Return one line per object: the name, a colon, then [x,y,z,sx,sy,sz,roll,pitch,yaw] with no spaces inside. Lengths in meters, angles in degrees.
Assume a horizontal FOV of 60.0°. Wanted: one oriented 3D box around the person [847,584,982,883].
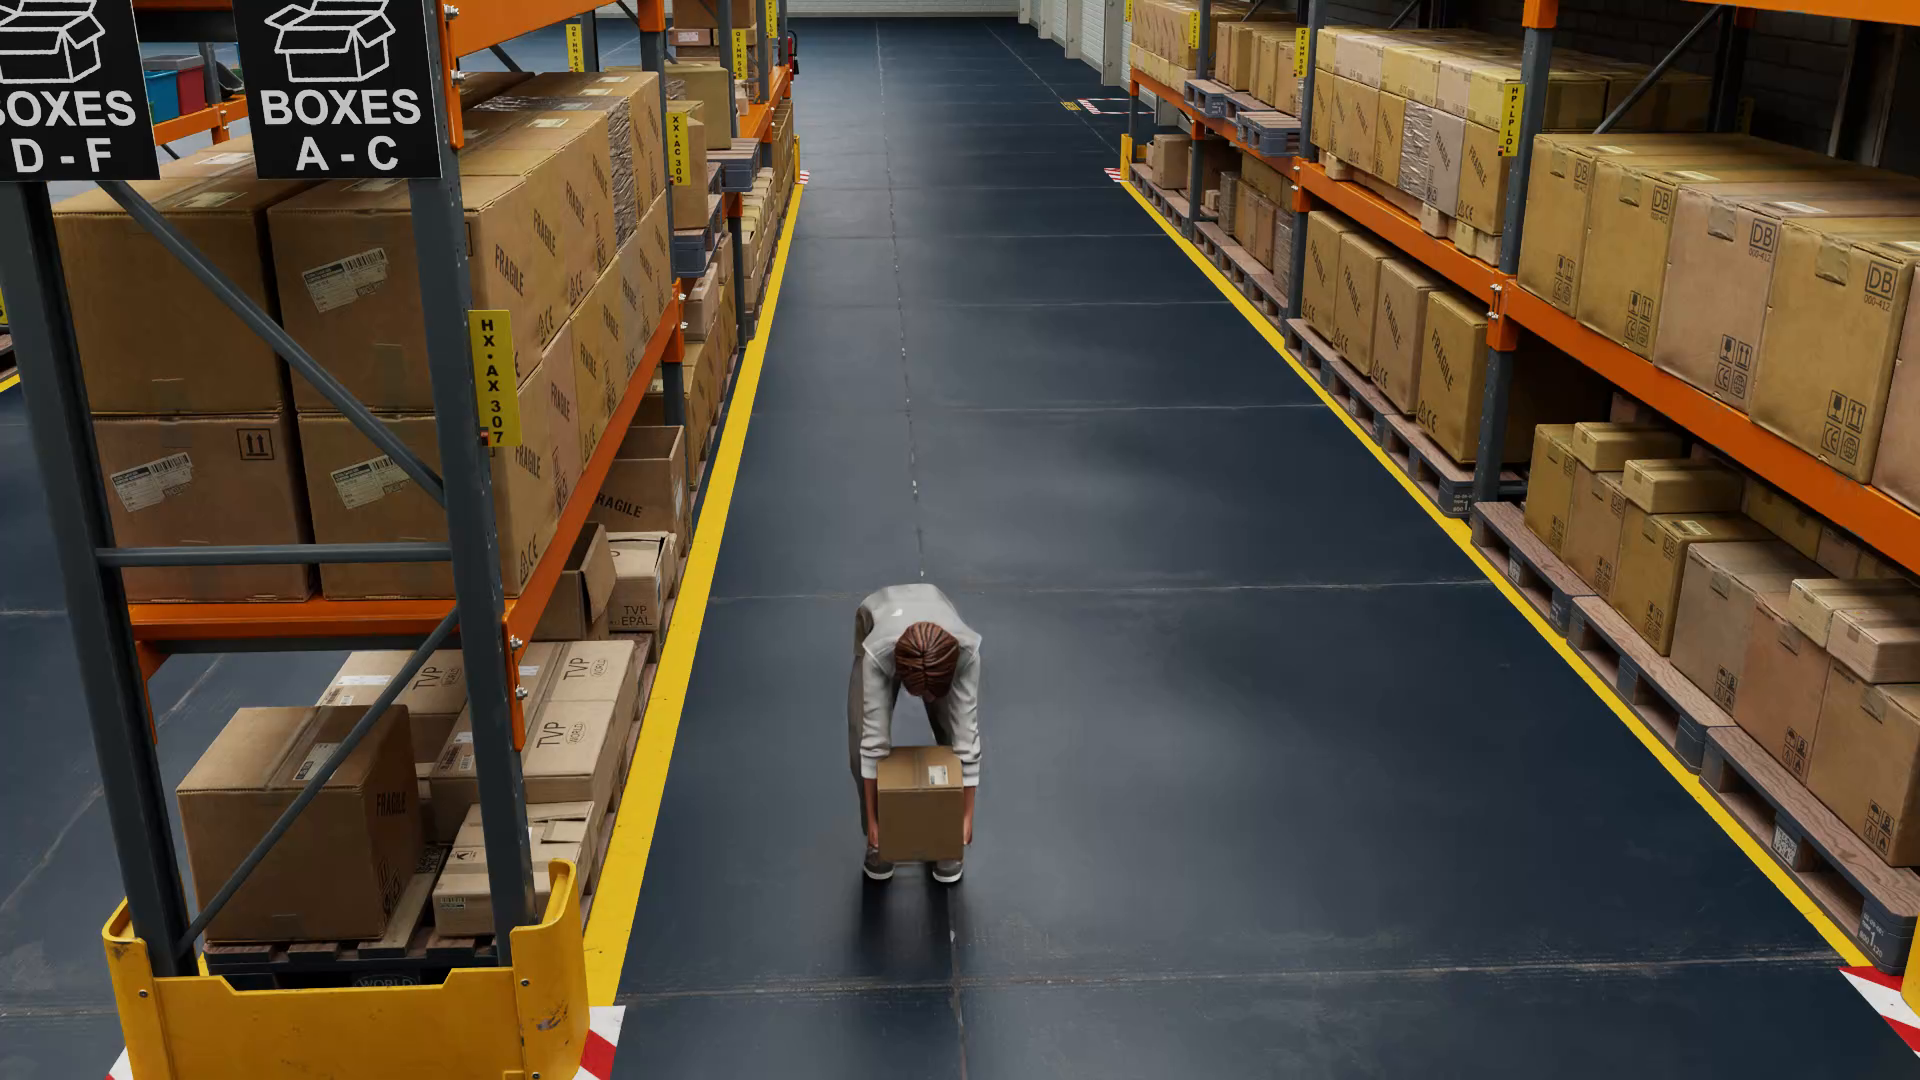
person: [-0.142,0.634,5.183,0.405,1.056,0.852,-2,21,-5]
